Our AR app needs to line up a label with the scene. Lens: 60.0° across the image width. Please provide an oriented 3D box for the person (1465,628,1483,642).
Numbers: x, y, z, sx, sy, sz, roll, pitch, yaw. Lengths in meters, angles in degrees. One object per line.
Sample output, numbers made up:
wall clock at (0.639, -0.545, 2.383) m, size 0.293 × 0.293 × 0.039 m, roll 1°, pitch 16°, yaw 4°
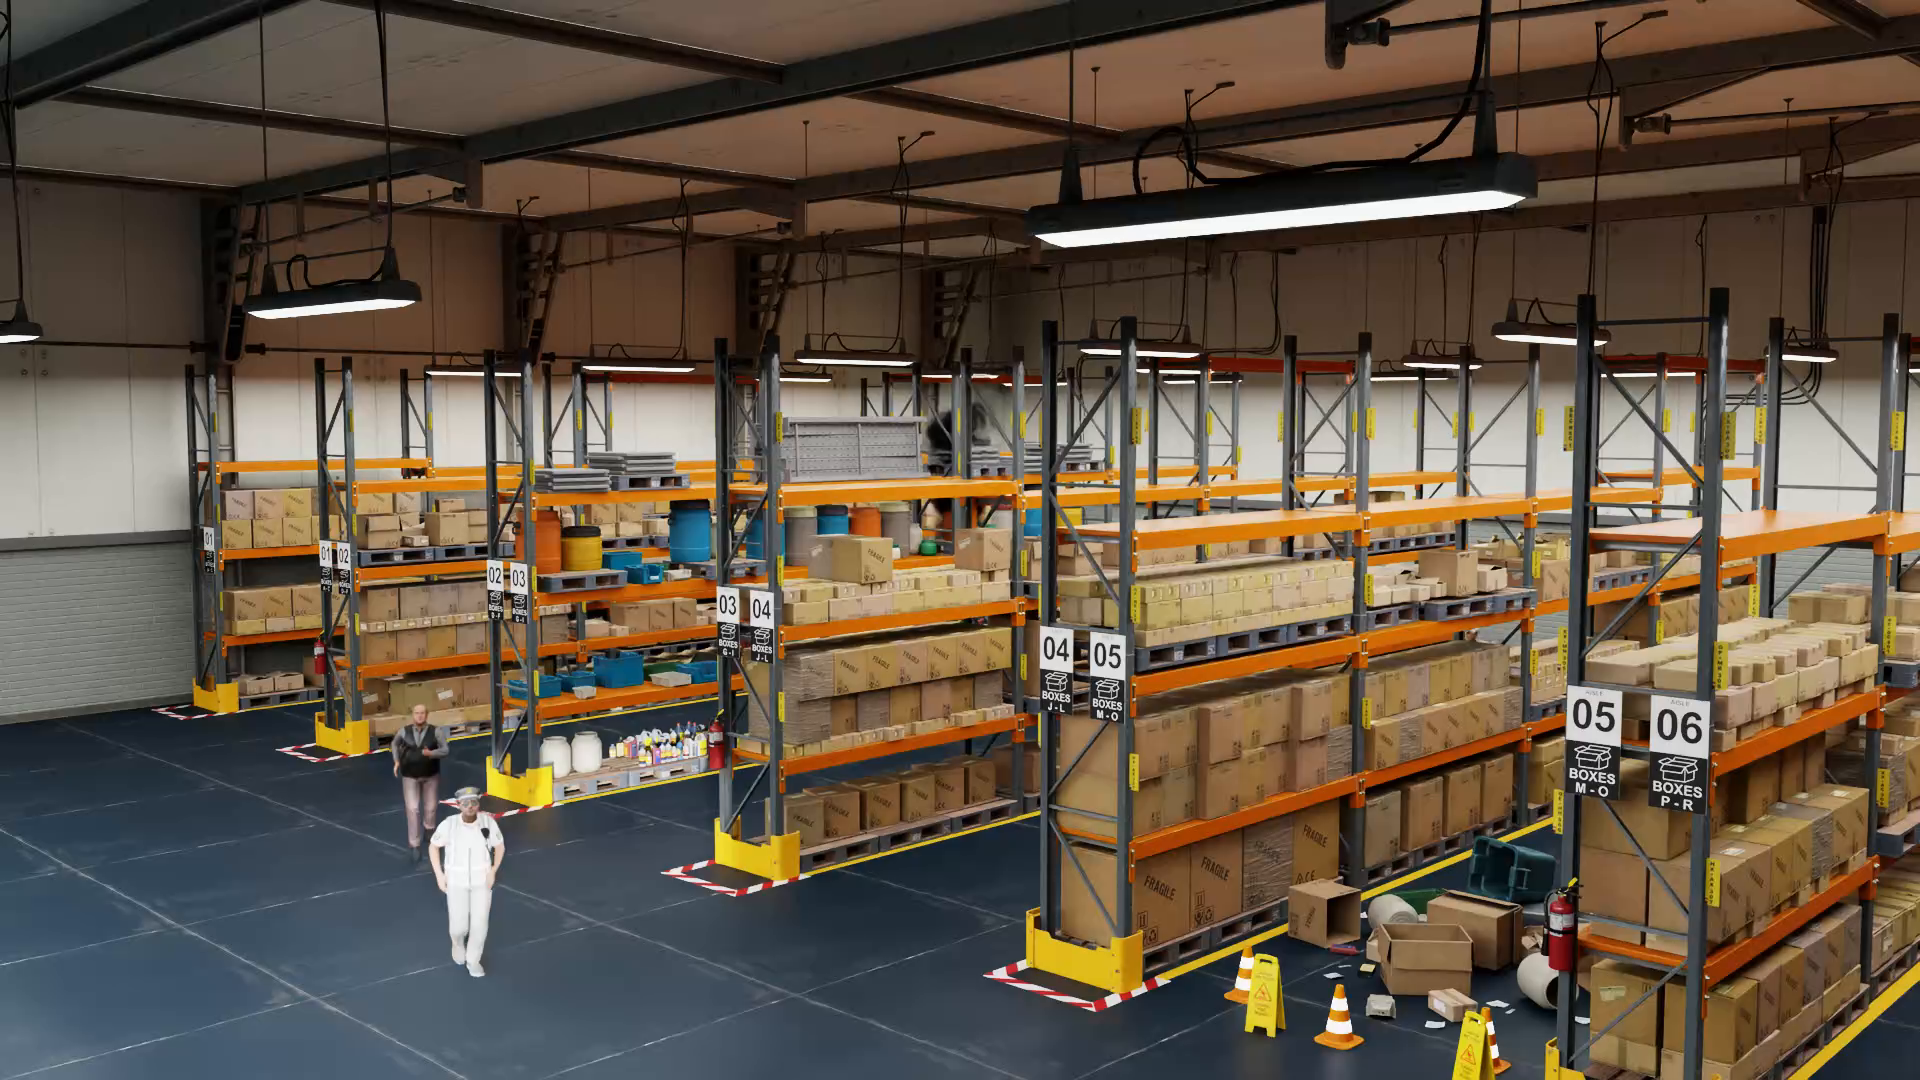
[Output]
person at (8.473, 2.236, 27.555) m, size 0.585 × 1.622 × 0.591 m, roll 4°, pitch 6°, yaw 42°

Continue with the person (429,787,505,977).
person at (-4.535, 3.125, 15.336) m, size 0.672 × 1.749 × 0.549 m, roll -2°, pitch 5°, yaw -20°

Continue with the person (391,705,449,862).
person at (-6.318, 2.792, 19.474) m, size 0.637 × 1.738 × 0.921 m, roll -2°, pitch 5°, yaw -19°

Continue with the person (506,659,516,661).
person at (-8.086, 2.072, 29.681) m, size 0.602 × 1.619 × 0.715 m, roll 4°, pitch 6°, yaw 42°
